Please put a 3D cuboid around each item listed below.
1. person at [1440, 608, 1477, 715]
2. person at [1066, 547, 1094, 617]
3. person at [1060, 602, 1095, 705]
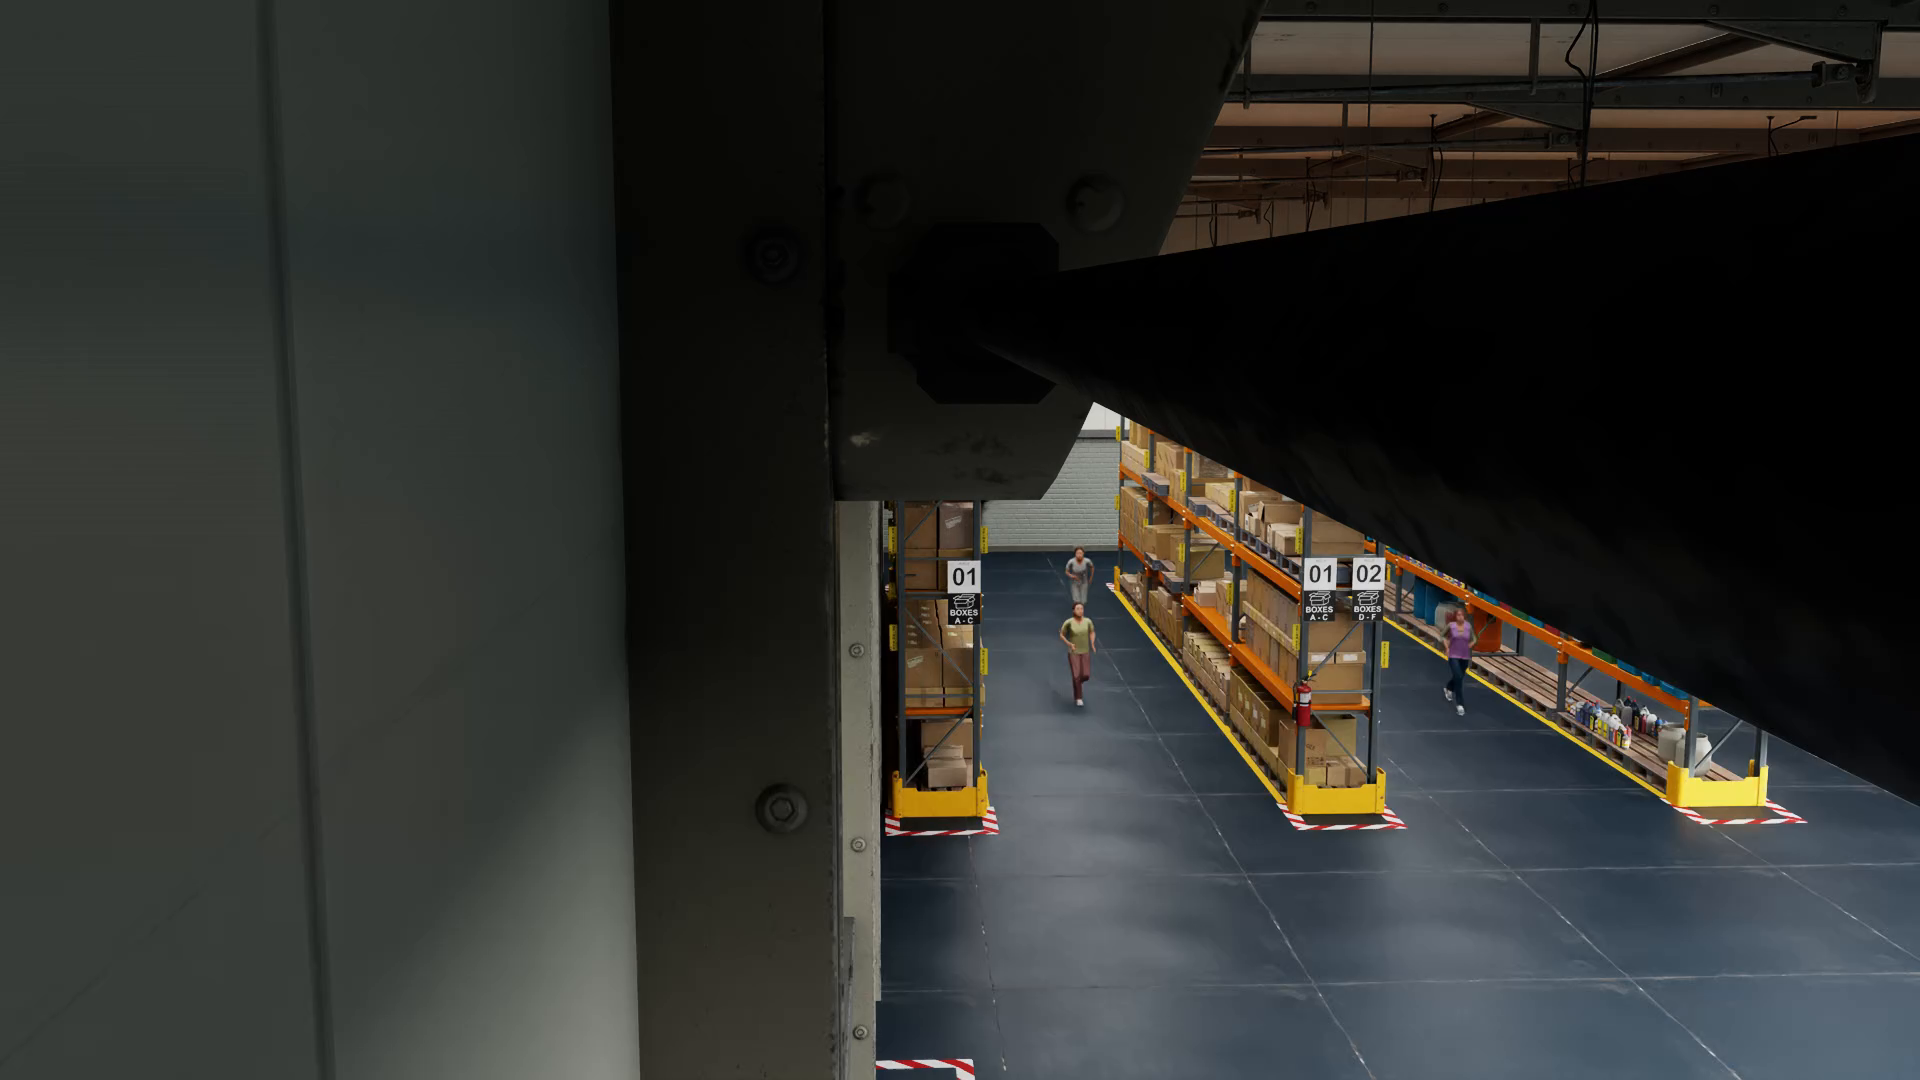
[{"bbox_3d":[7.739,1.836,25.814,0.524,1.611,0.820,-1,8,-4],"label":"person"},{"bbox_3d":[2.333,0.905,32.376,0.553,1.594,0.686,1,8,5],"label":"person"},{"bbox_3d":[1.861,1.781,26.231,0.582,1.610,0.566,-1,8,-8],"label":"person"}]
